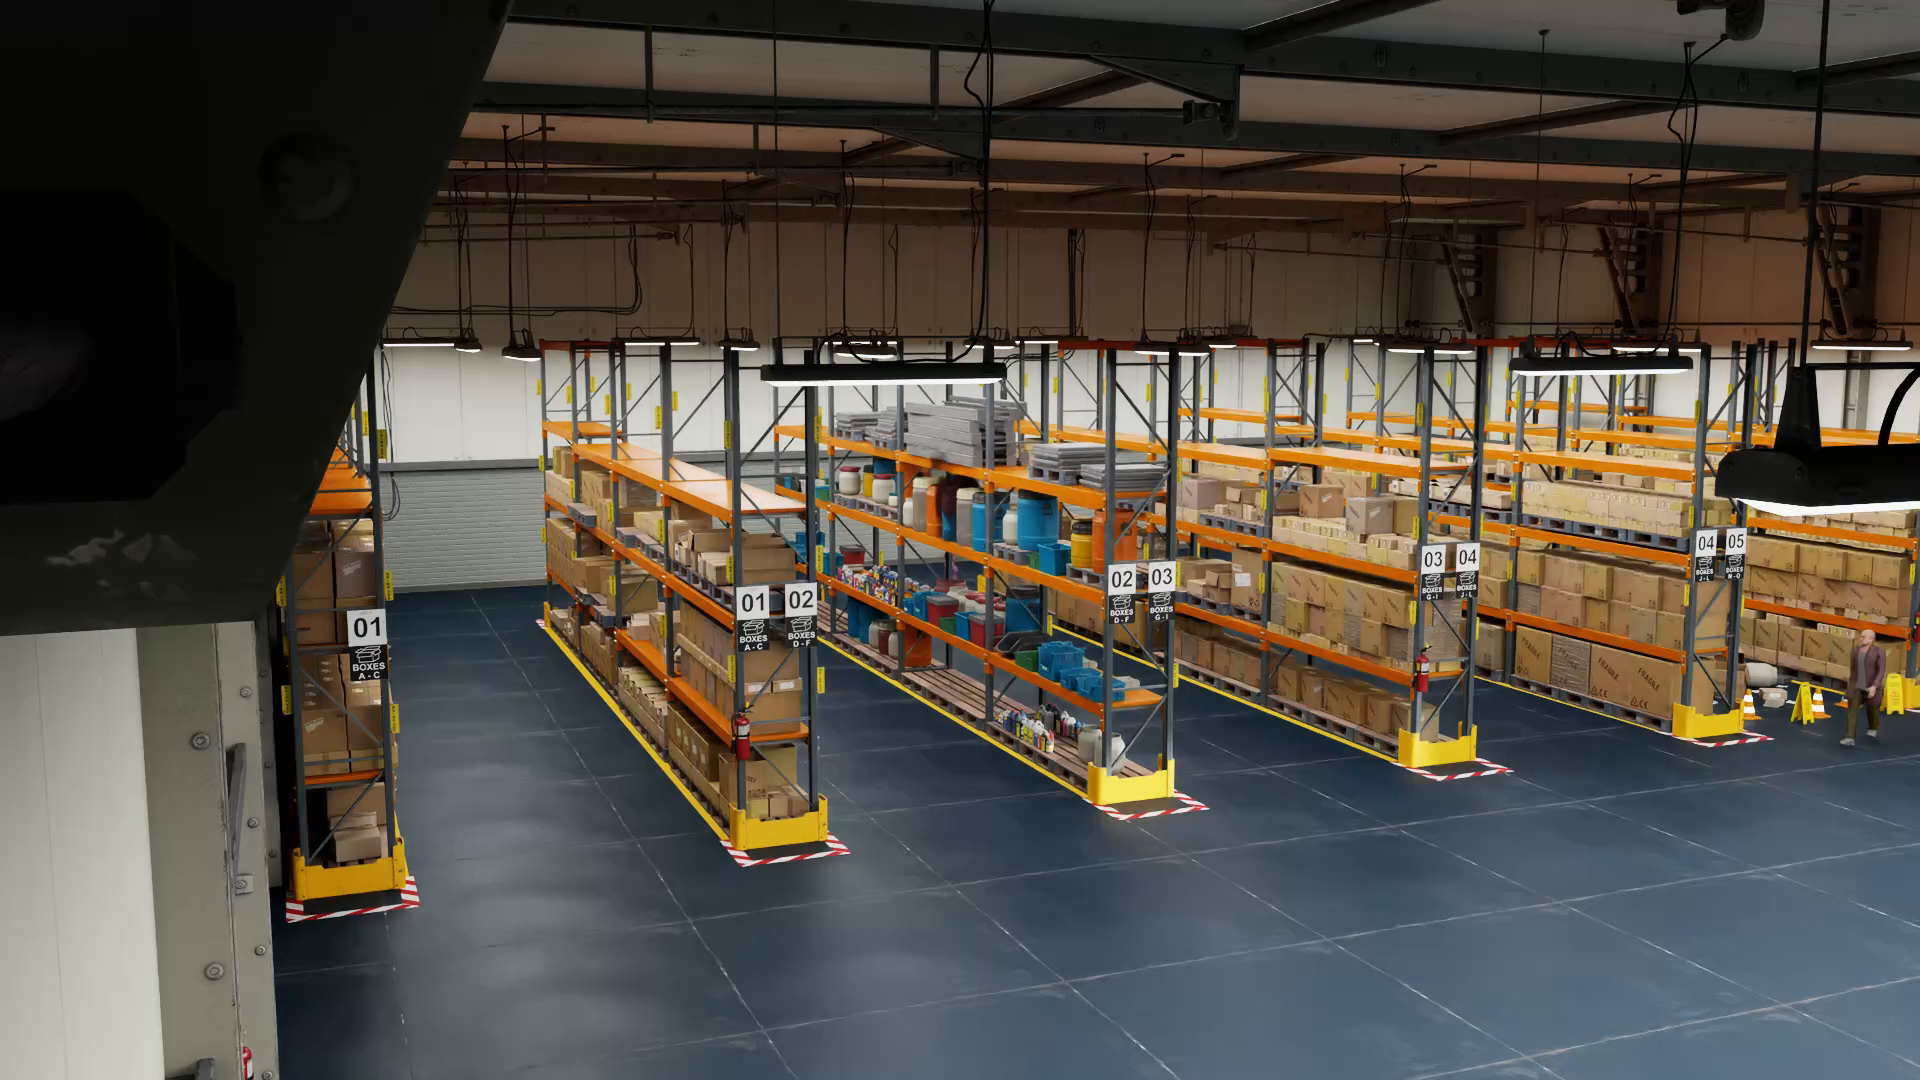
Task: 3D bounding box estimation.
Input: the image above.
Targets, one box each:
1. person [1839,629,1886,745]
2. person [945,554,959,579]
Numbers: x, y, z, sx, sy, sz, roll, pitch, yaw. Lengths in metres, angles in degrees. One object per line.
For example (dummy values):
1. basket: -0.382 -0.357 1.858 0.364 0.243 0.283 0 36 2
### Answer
1. person: 13.655 2.210 25.088 0.531 1.742 1.123 6 9 38
2. person: -0.205 1.013 34.872 0.386 1.603 0.477 2 8 13
